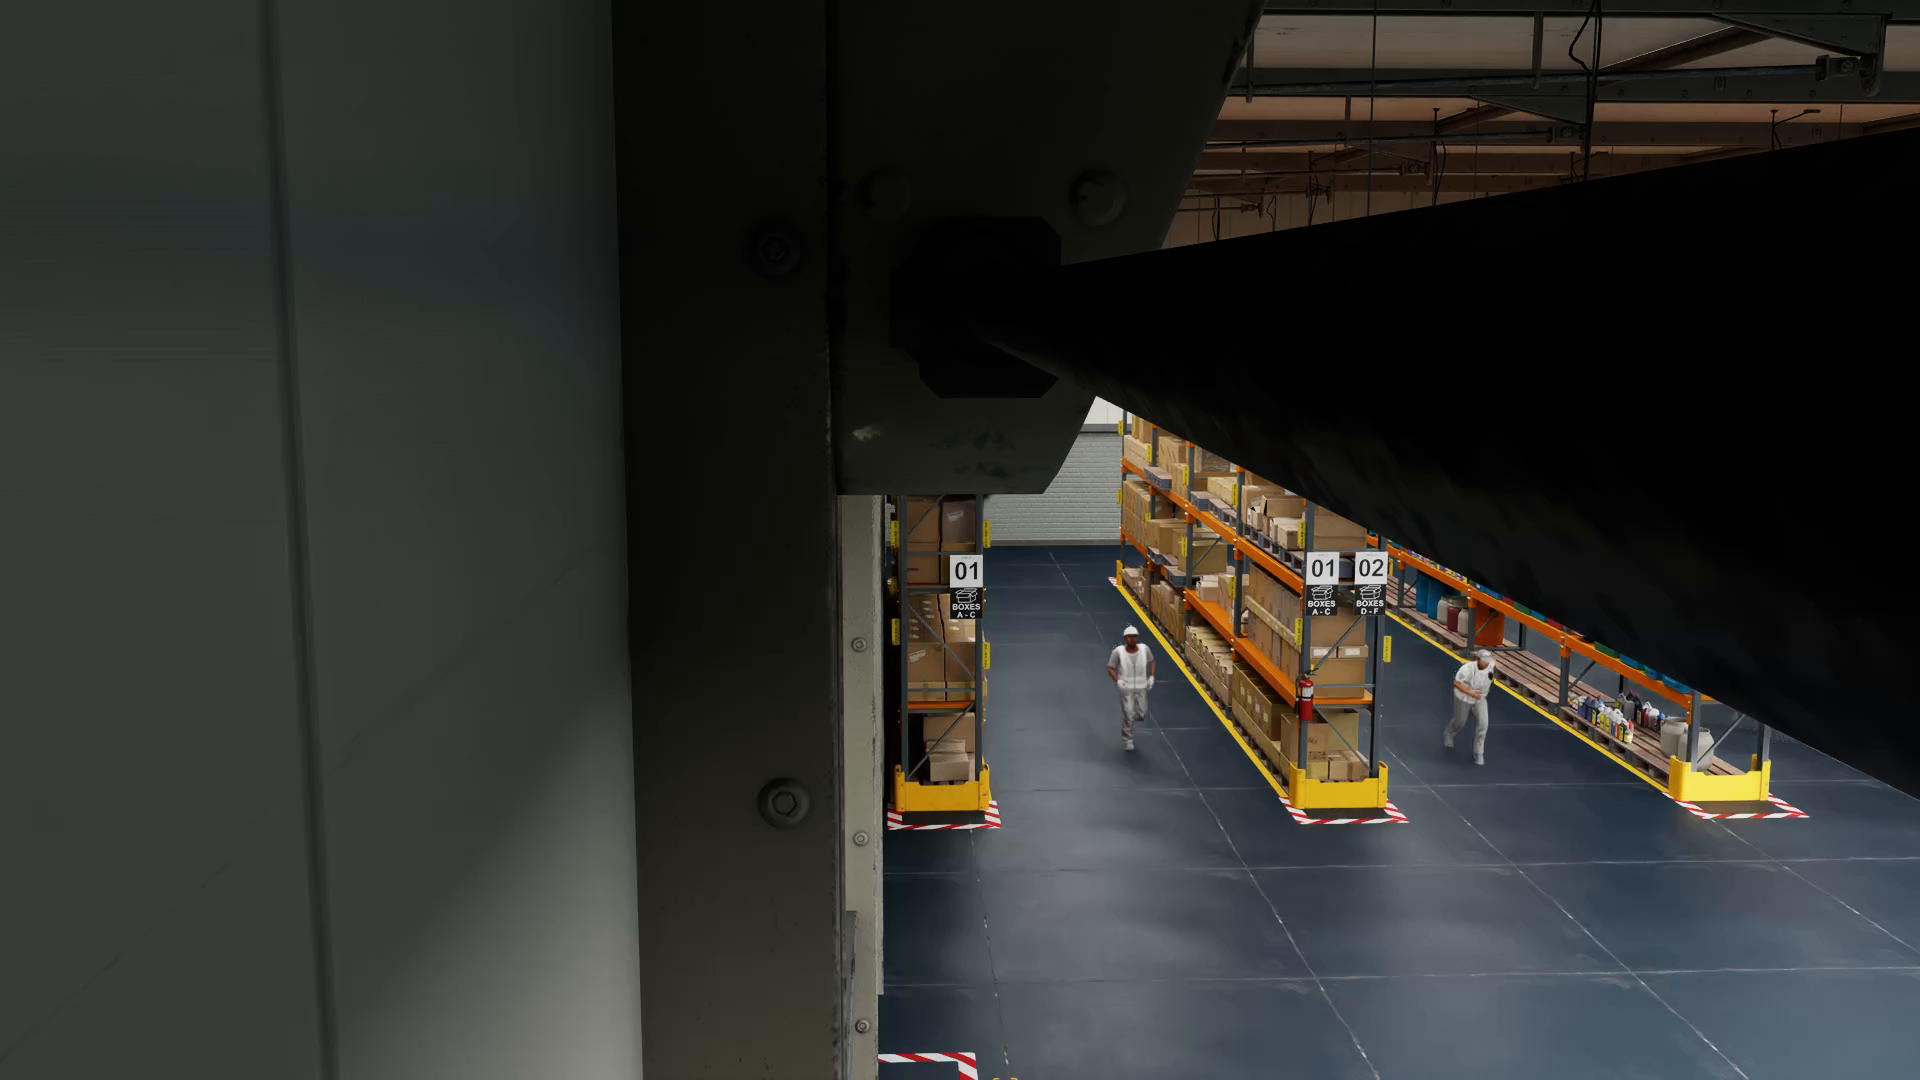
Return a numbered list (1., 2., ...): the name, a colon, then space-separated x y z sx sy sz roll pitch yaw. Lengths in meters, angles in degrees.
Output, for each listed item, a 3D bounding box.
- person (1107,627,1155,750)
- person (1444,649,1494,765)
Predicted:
1. person: 2.394 2.058 23.268 0.680 1.747 0.677 -1 9 -8
2. person: 6.993 2.228 22.829 0.648 1.627 1.035 -2 9 -14
